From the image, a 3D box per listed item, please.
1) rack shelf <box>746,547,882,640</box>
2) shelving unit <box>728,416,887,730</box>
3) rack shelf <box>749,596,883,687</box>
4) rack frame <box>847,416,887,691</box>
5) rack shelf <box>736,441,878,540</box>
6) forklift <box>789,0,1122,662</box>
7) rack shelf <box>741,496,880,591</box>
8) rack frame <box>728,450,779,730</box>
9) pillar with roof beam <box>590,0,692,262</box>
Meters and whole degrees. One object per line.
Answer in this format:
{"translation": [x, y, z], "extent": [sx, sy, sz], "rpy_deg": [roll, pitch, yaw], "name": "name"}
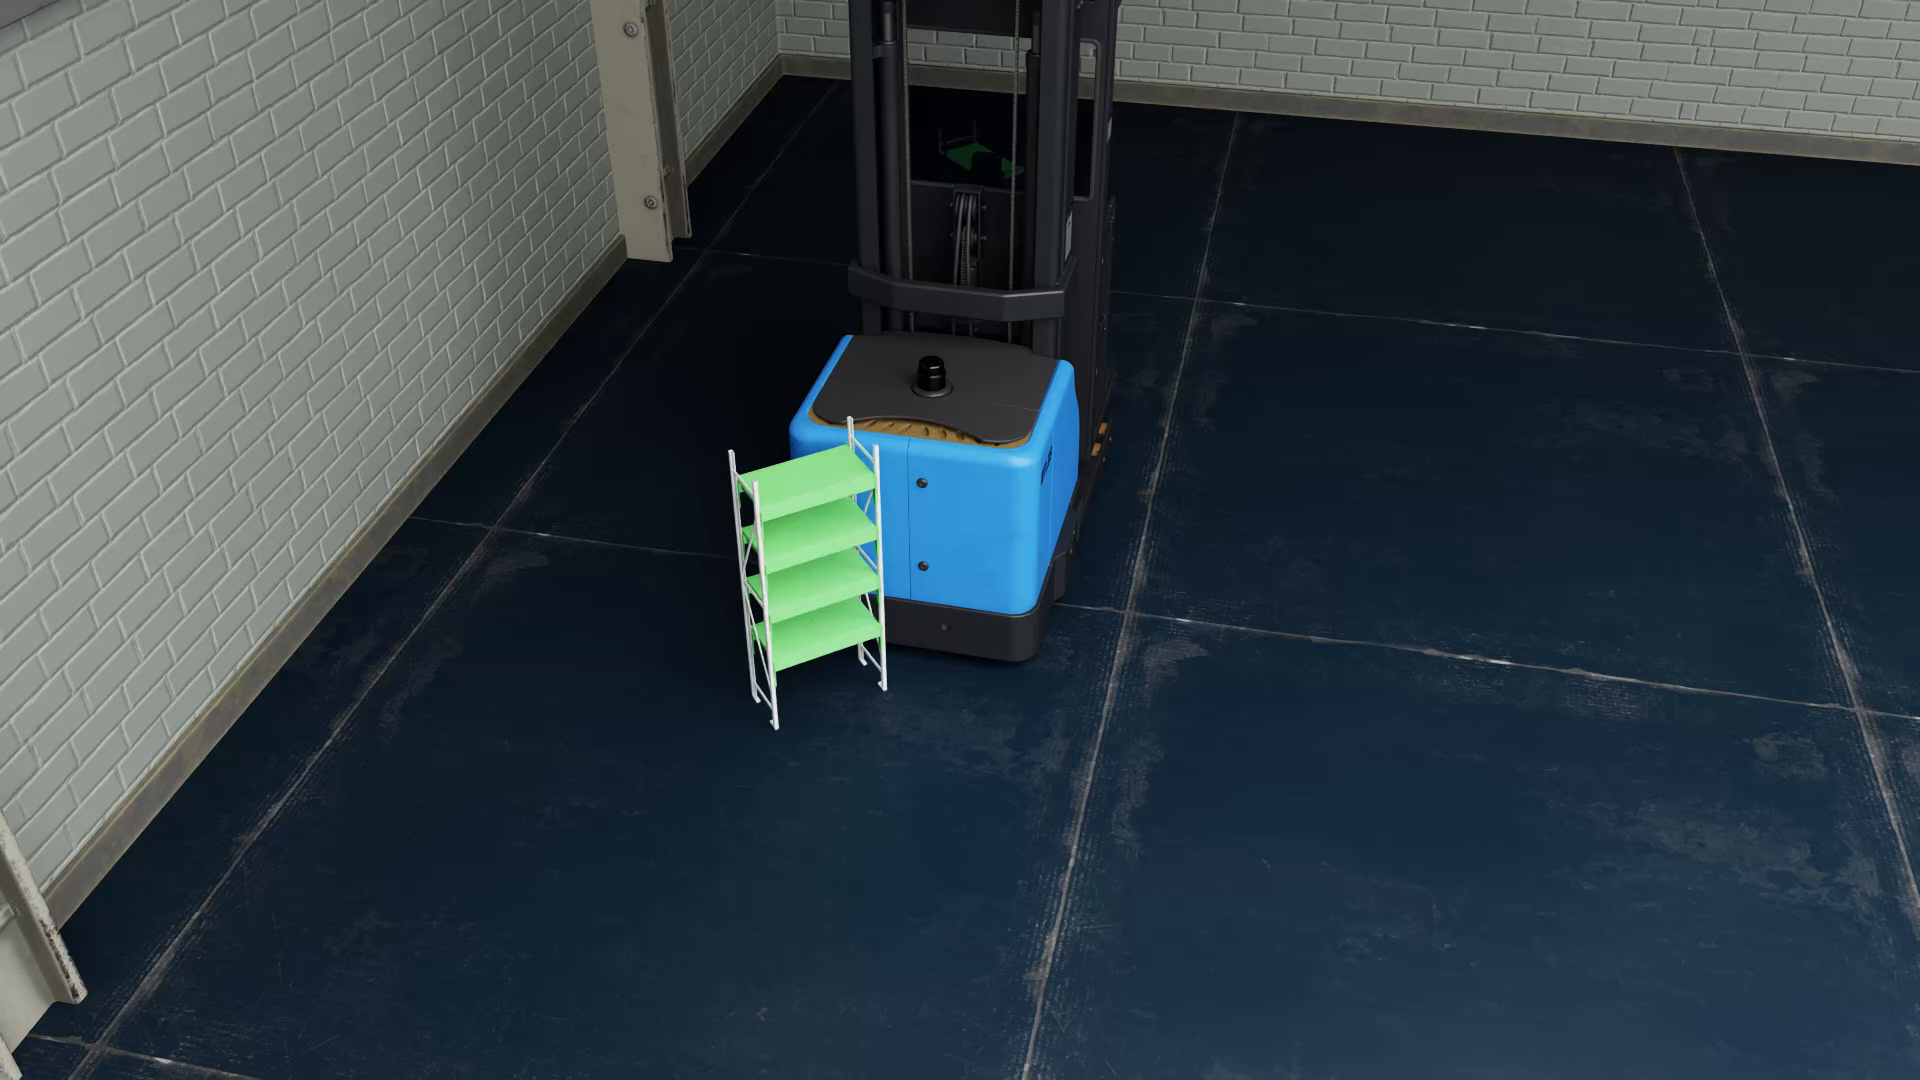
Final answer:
{"translation": [-0.581, 0.197, 6.565], "extent": [0.480, 0.148, 0.258], "rpy_deg": [-18, 40, -23], "name": "rack shelf"}
{"translation": [-0.581, 0.145, 6.527], "extent": [0.503, 1.200, 0.258], "rpy_deg": [-18, 40, -23], "name": "shelving unit"}
{"translation": [-0.581, 0.391, 6.706], "extent": [0.480, 0.148, 0.258], "rpy_deg": [-18, 40, -23], "name": "rack shelf"}
{"translation": [-0.368, 0.076, 6.623], "extent": [0.015, 1.200, 0.240], "rpy_deg": [-18, 40, -23], "name": "rack frame"}
{"translation": [-0.581, -0.192, 6.283], "extent": [0.480, 0.148, 0.258], "rpy_deg": [-18, 40, -23], "name": "rack shelf"}
{"translation": [0.146, -1.544, 7.383], "extent": [1.130, 2.935, 3.031], "rpy_deg": [8, 37, 11], "name": "forklift"}
{"translation": [-0.581, 0.003, 6.424], "extent": [0.480, 0.148, 0.258], "rpy_deg": [-18, 40, -23], "name": "rack shelf"}
{"translation": [-0.795, 0.214, 6.432], "extent": [0.015, 1.200, 0.240], "rpy_deg": [-18, 40, -23], "name": "rack frame"}
{"translation": [2.341, -4.920, 6.870], "extent": [9.100, 9.000, 0.400], "rpy_deg": [7, 37, 10], "name": "pillar with roof beam"}
